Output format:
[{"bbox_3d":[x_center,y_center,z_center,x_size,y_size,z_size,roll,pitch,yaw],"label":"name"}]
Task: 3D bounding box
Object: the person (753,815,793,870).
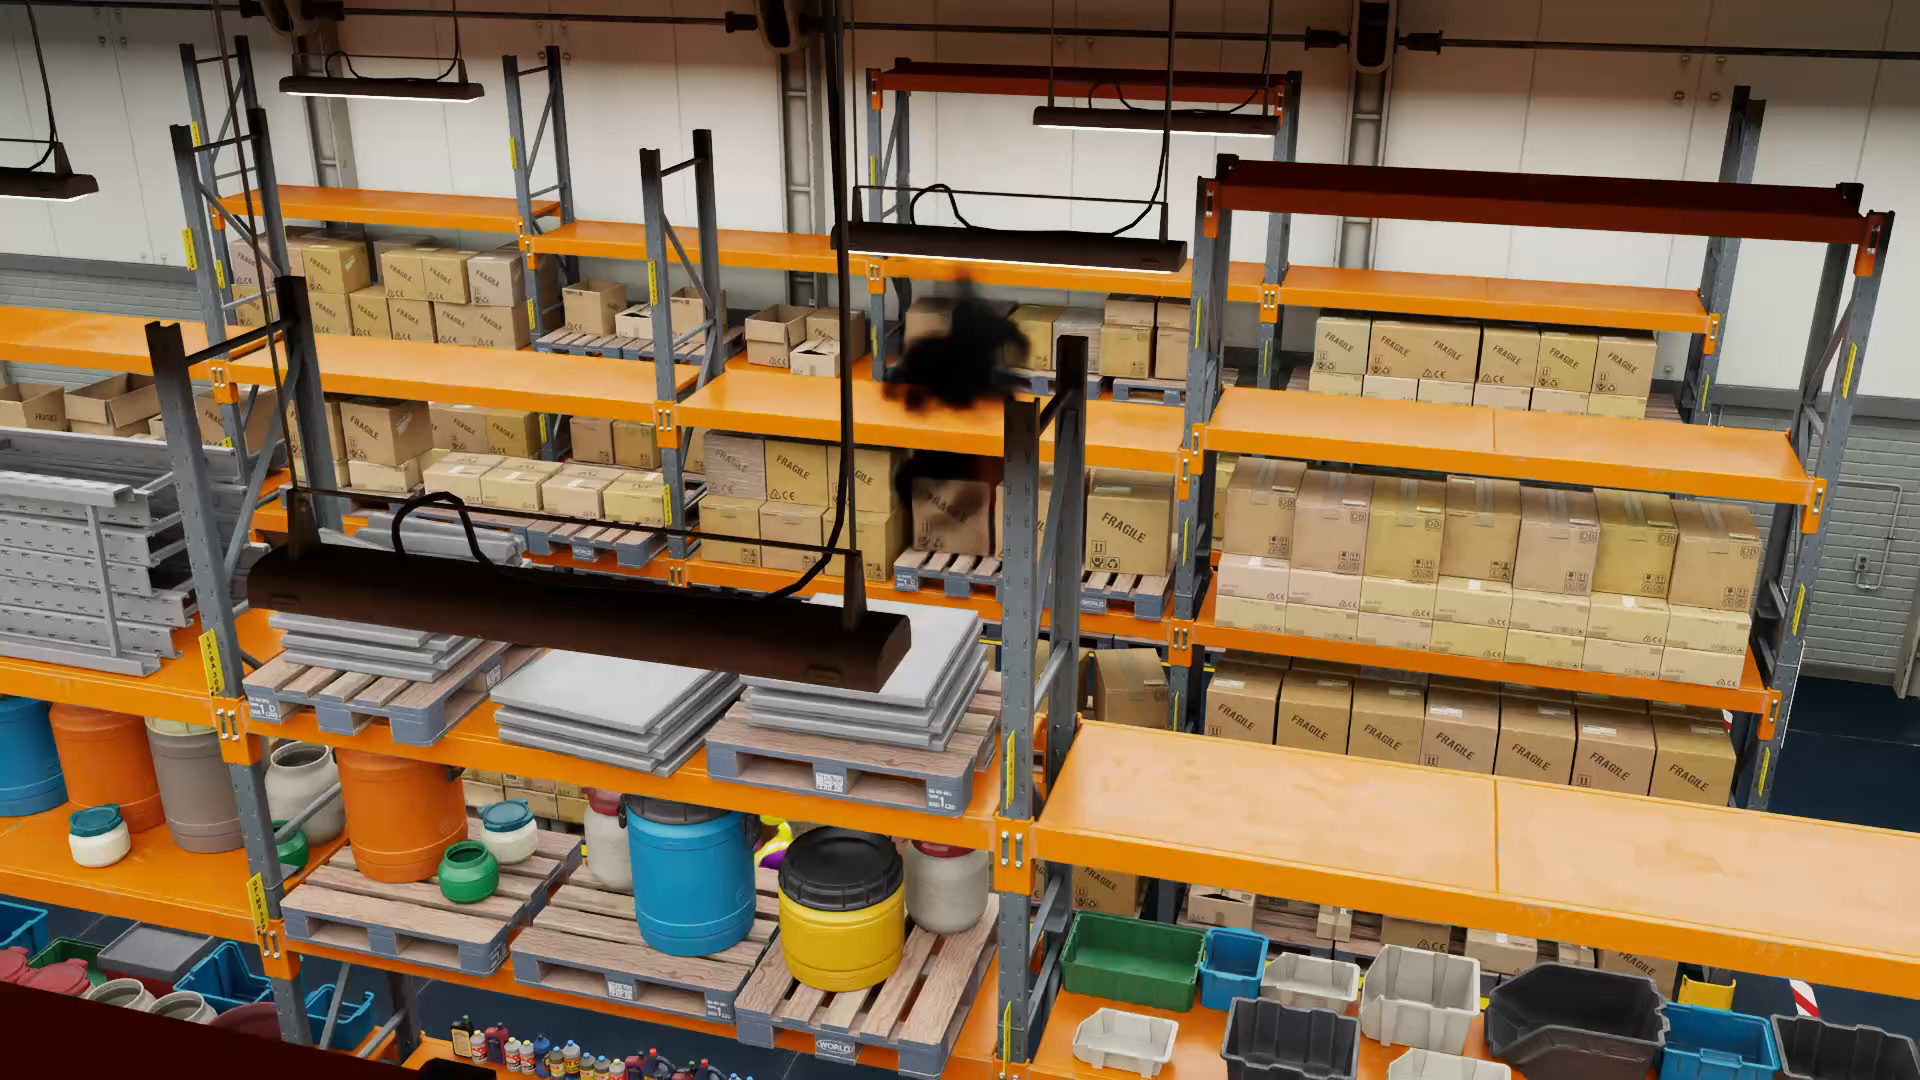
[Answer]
[{"bbox_3d":[-1.287,2.607,11.541,0.743,1.886,0.680,2,23,4],"label":"person"}]
